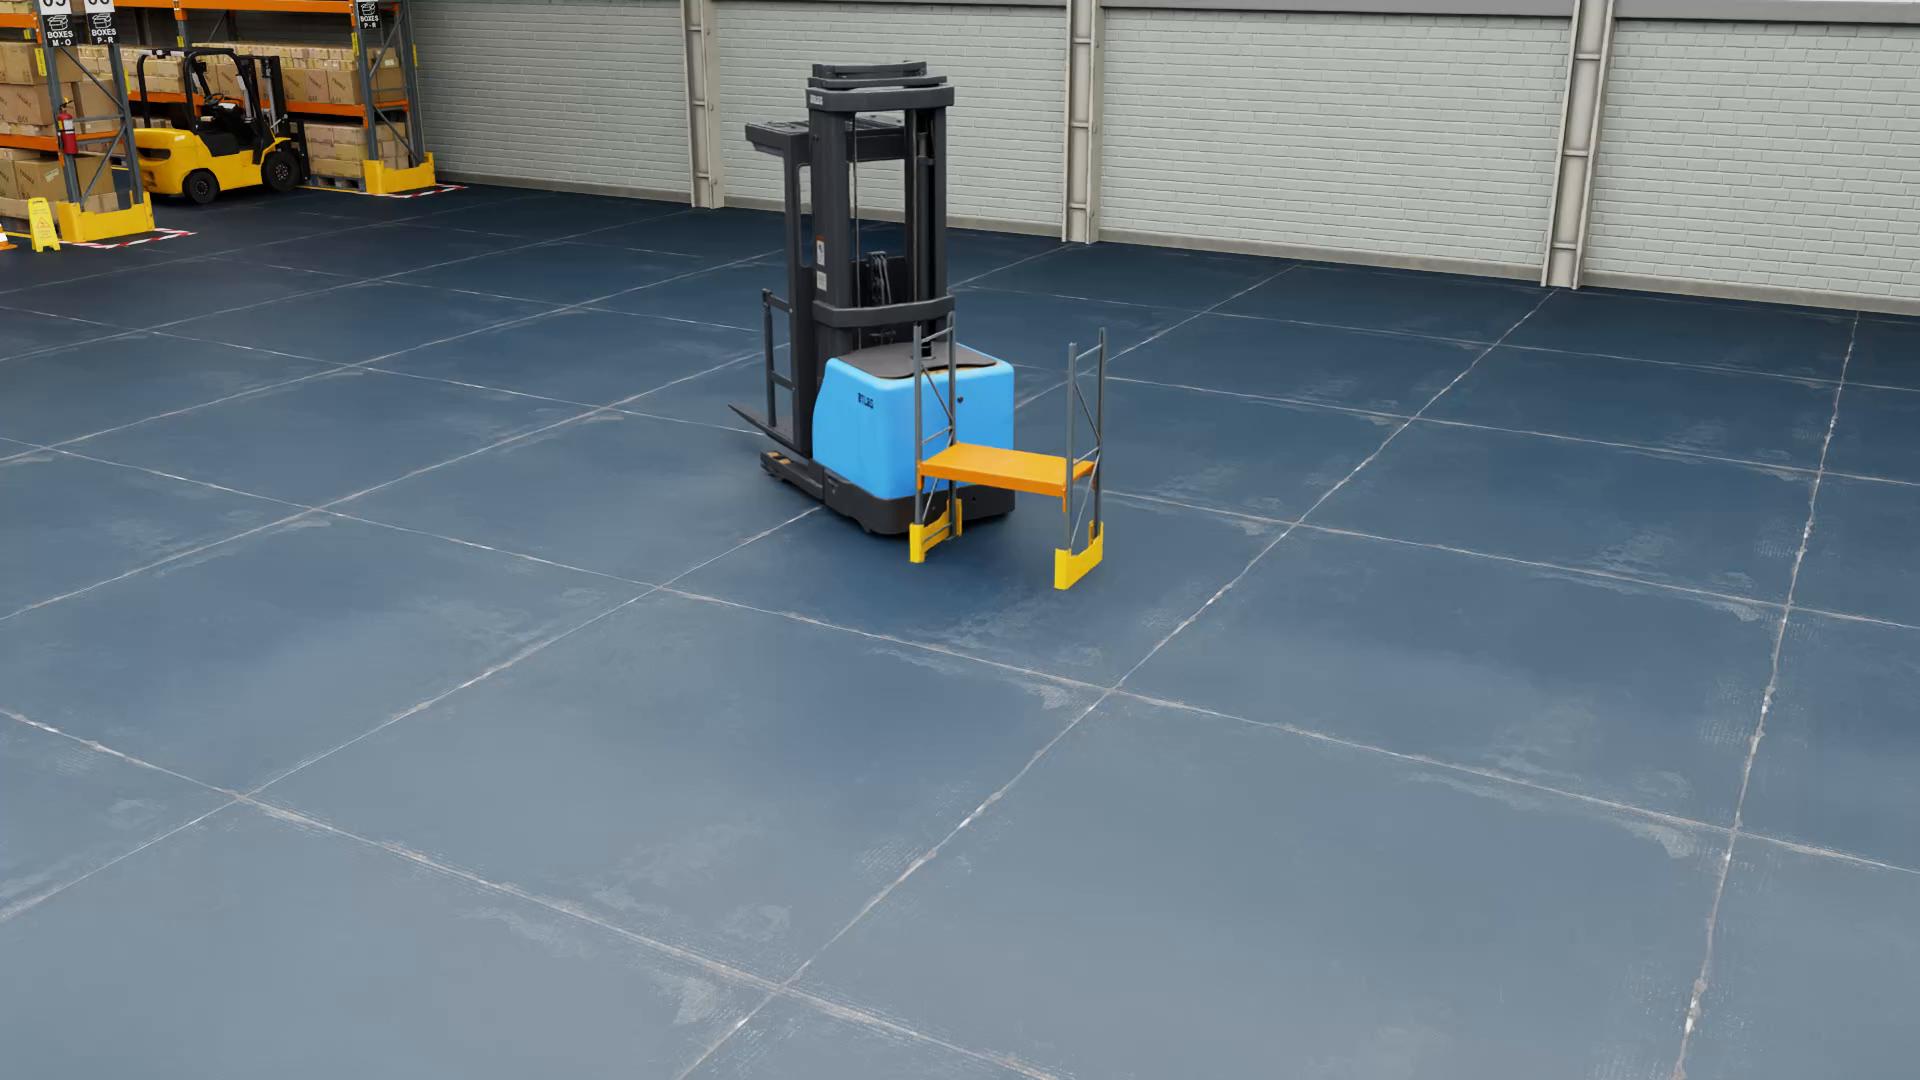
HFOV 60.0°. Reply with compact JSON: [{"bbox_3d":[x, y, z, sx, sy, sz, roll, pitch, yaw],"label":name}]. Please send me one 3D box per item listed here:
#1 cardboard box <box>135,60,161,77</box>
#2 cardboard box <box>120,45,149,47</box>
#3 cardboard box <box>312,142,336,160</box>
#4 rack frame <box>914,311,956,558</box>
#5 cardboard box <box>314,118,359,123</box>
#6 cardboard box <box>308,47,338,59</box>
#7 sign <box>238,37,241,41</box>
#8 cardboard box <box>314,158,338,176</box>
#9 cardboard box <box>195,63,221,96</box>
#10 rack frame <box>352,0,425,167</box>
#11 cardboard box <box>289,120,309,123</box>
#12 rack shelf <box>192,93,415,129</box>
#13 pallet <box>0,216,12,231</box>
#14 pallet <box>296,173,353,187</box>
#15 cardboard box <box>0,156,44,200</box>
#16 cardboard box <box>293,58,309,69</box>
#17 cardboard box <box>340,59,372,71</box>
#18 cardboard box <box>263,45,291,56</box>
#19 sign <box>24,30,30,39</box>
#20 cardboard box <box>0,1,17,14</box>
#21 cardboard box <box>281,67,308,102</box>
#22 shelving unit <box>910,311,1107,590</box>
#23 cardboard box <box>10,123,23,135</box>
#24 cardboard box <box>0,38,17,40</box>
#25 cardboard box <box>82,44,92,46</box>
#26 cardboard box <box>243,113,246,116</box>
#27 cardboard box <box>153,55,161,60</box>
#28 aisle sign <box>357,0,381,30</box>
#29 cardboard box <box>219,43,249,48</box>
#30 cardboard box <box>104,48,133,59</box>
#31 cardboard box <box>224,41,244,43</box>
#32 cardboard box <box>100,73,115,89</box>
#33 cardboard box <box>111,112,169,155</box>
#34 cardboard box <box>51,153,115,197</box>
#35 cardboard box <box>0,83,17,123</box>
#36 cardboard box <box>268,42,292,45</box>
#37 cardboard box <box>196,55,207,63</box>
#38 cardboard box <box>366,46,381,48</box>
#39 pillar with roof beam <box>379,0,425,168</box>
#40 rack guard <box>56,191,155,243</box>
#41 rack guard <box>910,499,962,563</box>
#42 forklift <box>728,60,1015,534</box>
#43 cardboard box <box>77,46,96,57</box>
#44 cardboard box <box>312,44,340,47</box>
[{"bbox_3d":[-13.244,-7.820,27.512,0.500,0.250,0.500,10,22,26],"label":"cardboard box"},{"bbox_3d":[-14.171,-8.415,28.567,0.250,0.149,0.380,10,22,26],"label":"cardboard box"},{"bbox_3d":[-9.756,-6.116,26.010,0.500,0.250,0.500,11,22,27],"label":"cardboard box"},{"bbox_3d":[-0.153,-0.651,10.460,0.032,1.500,0.500,10,22,25],"label":"rack frame"},{"bbox_3d":[-9.943,-6.581,26.559,0.500,0.250,0.500,11,22,27],"label":"cardboard box"},{"bbox_3d":[-9.815,-7.521,25.666,0.250,0.149,0.380,11,23,28],"label":"cardboard box"},{"bbox_3d":[-11.969,-8.176,27.621,0.005,0.325,0.100,11,23,27],"label":"sign"},{"bbox_3d":[-9.740,-5.876,26.081,0.500,0.250,0.500,11,23,27],"label":"cardboard box"},{"bbox_3d":[-11.978,-7.462,26.891,0.500,0.500,0.500,10,22,26],"label":"cardboard box"},{"bbox_3d":[-8.746,-6.902,25.492,0.127,3.000,1.000,11,23,27],"label":"rack frame"},{"bbox_3d":[-10.633,-6.511,26.365,0.500,0.250,0.500,10,22,26],"label":"cardboard box"},{"bbox_3d":[-10.492,-6.896,26.532,4.000,0.370,1.077,11,23,27],"label":"rack shelf"},{"bbox_3d":[-12.983,-4.474,22.889,1.213,0.211,1.003,11,23,27],"label":"pallet"},{"bbox_3d":[-10.495,-5.909,26.844,1.213,0.211,1.003,11,23,27],"label":"pallet"},{"bbox_3d":[-12.447,-4.822,22.076,0.500,0.500,0.500,12,23,29],"label":"cardboard box"},{"bbox_3d":[-10.087,-7.398,25.762,0.250,0.149,0.380,10,22,26],"label":"cardboard box"},{"bbox_3d":[-9.185,-7.228,25.294,0.250,0.149,0.380,11,23,28],"label":"cardboard box"},{"bbox_3d":[-10.715,-7.690,26.133,0.250,0.149,0.380,11,23,28],"label":"cardboard box"},{"bbox_3d":[-15.986,-8.576,28.526,0.005,0.325,0.100,11,23,27],"label":"sign"},{"bbox_3d":[-11.844,-6.723,20.969,0.250,0.149,0.380,11,23,28],"label":"cardboard box"},{"bbox_3d":[-10.200,-7.126,25.965,0.500,0.500,0.500,10,22,26],"label":"cardboard box"},{"bbox_3d":[0.292,-0.573,10.247,1.083,1.500,0.587,10,22,25],"label":"shelving unit"},{"bbox_3d":[-12.083,-5.362,21.616,0.250,0.149,0.380,10,22,26],"label":"cardboard box"},{"bbox_3d":[-12.649,-6.241,21.621,0.500,0.500,0.700,10,22,27],"label":"cardboard box"},{"bbox_3d":[-15.064,-8.580,29.021,0.250,0.149,0.380,11,23,29],"label":"cardboard box"},{"bbox_3d":[-11.714,-6.917,27.486,0.500,0.250,0.500,11,23,28],"label":"cardboard box"},{"bbox_3d":[-13.067,-8.003,27.432,0.250,0.149,0.380,11,23,27],"label":"cardboard box"},{"bbox_3d":[-8.832,-8.025,24.778,0.004,0.787,0.394,11,23,27],"label":"aisle sign"},{"bbox_3d":[-11.605,-7.861,26.603,0.250,0.149,0.380,10,22,26],"label":"cardboard box"},{"bbox_3d":[-14.044,-8.134,27.792,0.250,0.149,0.380,10,22,26],"label":"cardboard box"},{"bbox_3d":[-11.812,-8.095,27.249,0.250,0.149,0.380,11,23,27],"label":"cardboard box"},{"bbox_3d":[-14.120,-7.759,28.077,0.500,0.250,0.500,12,23,29],"label":"cardboard box"},{"bbox_3d":[-14.030,-6.987,28.594,0.625,0.625,0.875,10,22,25],"label":"cardboard box"},{"bbox_3d":[-11.754,-4.901,22.293,0.500,0.500,0.500,10,22,26],"label":"cardboard box"},{"bbox_3d":[-12.206,-5.703,21.605,0.500,0.500,0.500,11,23,27],"label":"cardboard box"},{"bbox_3d":[-10.910,-7.929,26.791,0.250,0.149,0.380,10,22,26],"label":"cardboard box"},{"bbox_3d":[-12.088,-7.787,26.836,0.250,0.149,0.380,10,22,26],"label":"cardboard box"},{"bbox_3d":[-9.137,-7.576,25.816,0.250,0.149,0.380,12,23,29],"label":"cardboard box"},{"bbox_3d":[-11.014,-8.824,21.995,0.400,9.000,9.100,11,23,27],"label":"pillar with roof beam"},{"bbox_3d":[-11.230,-4.261,21.878,0.348,0.500,1.175,11,23,27],"label":"rack guard"},{"bbox_3d":[-0.152,-0.063,10.673,0.087,0.250,0.587,10,22,25],"label":"rack guard"},{"bbox_3d":[-0.801,-1.869,11.718,1.130,2.935,3.031,-11,23,-28],"label":"forklift"},{"bbox_3d":[-14.891,-8.324,28.317,0.250,0.149,0.380,11,23,28],"label":"cardboard box"},{"bbox_3d":[-10.016,-7.761,26.327,0.250,0.149,0.380,10,22,26],"label":"cardboard box"}]
